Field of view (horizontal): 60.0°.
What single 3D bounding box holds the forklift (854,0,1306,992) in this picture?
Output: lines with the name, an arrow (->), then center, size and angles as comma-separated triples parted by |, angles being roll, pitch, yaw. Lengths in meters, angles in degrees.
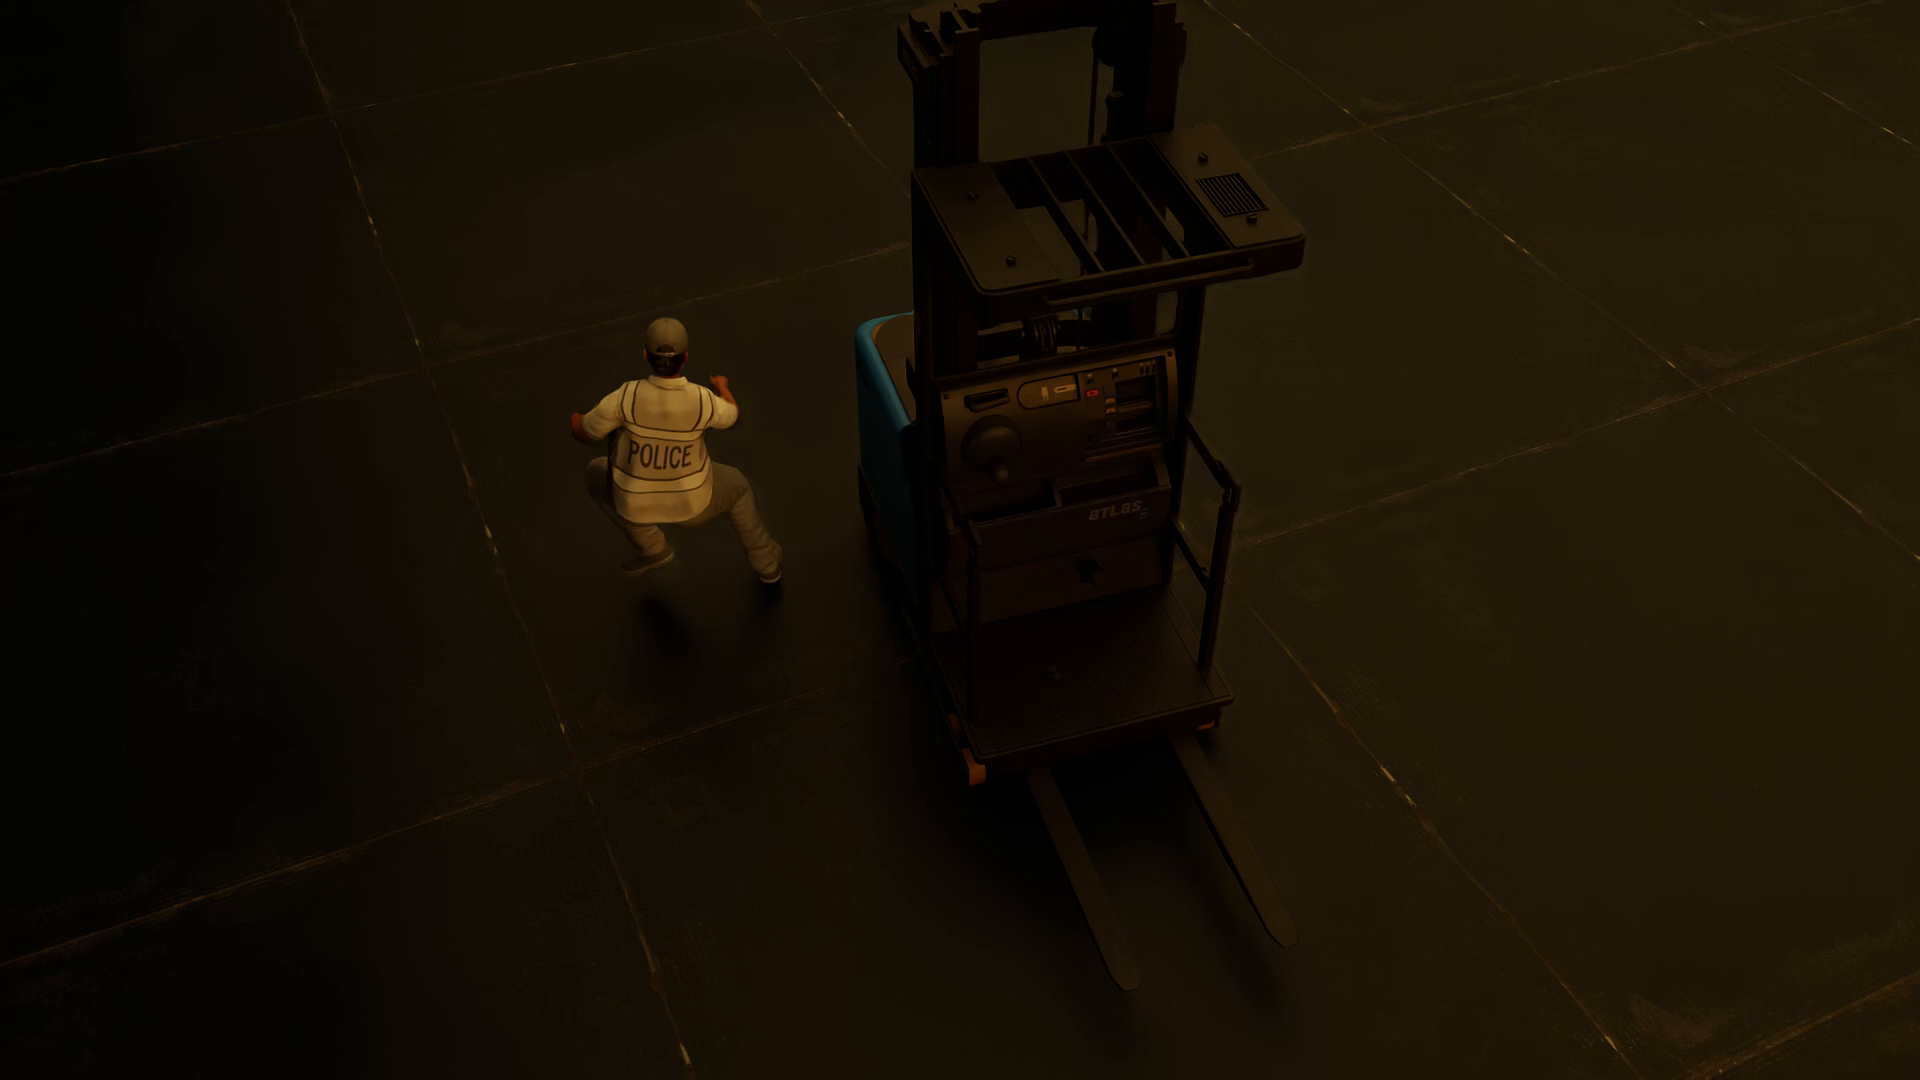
forklift -> 0.444, -0.383, 6.091 | 1.130, 2.935, 3.031 | -12, 44, -12

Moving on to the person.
person -> -1.241, -0.379, 7.156 | 0.853, 1.477, 0.745 | -6, 43, -6
